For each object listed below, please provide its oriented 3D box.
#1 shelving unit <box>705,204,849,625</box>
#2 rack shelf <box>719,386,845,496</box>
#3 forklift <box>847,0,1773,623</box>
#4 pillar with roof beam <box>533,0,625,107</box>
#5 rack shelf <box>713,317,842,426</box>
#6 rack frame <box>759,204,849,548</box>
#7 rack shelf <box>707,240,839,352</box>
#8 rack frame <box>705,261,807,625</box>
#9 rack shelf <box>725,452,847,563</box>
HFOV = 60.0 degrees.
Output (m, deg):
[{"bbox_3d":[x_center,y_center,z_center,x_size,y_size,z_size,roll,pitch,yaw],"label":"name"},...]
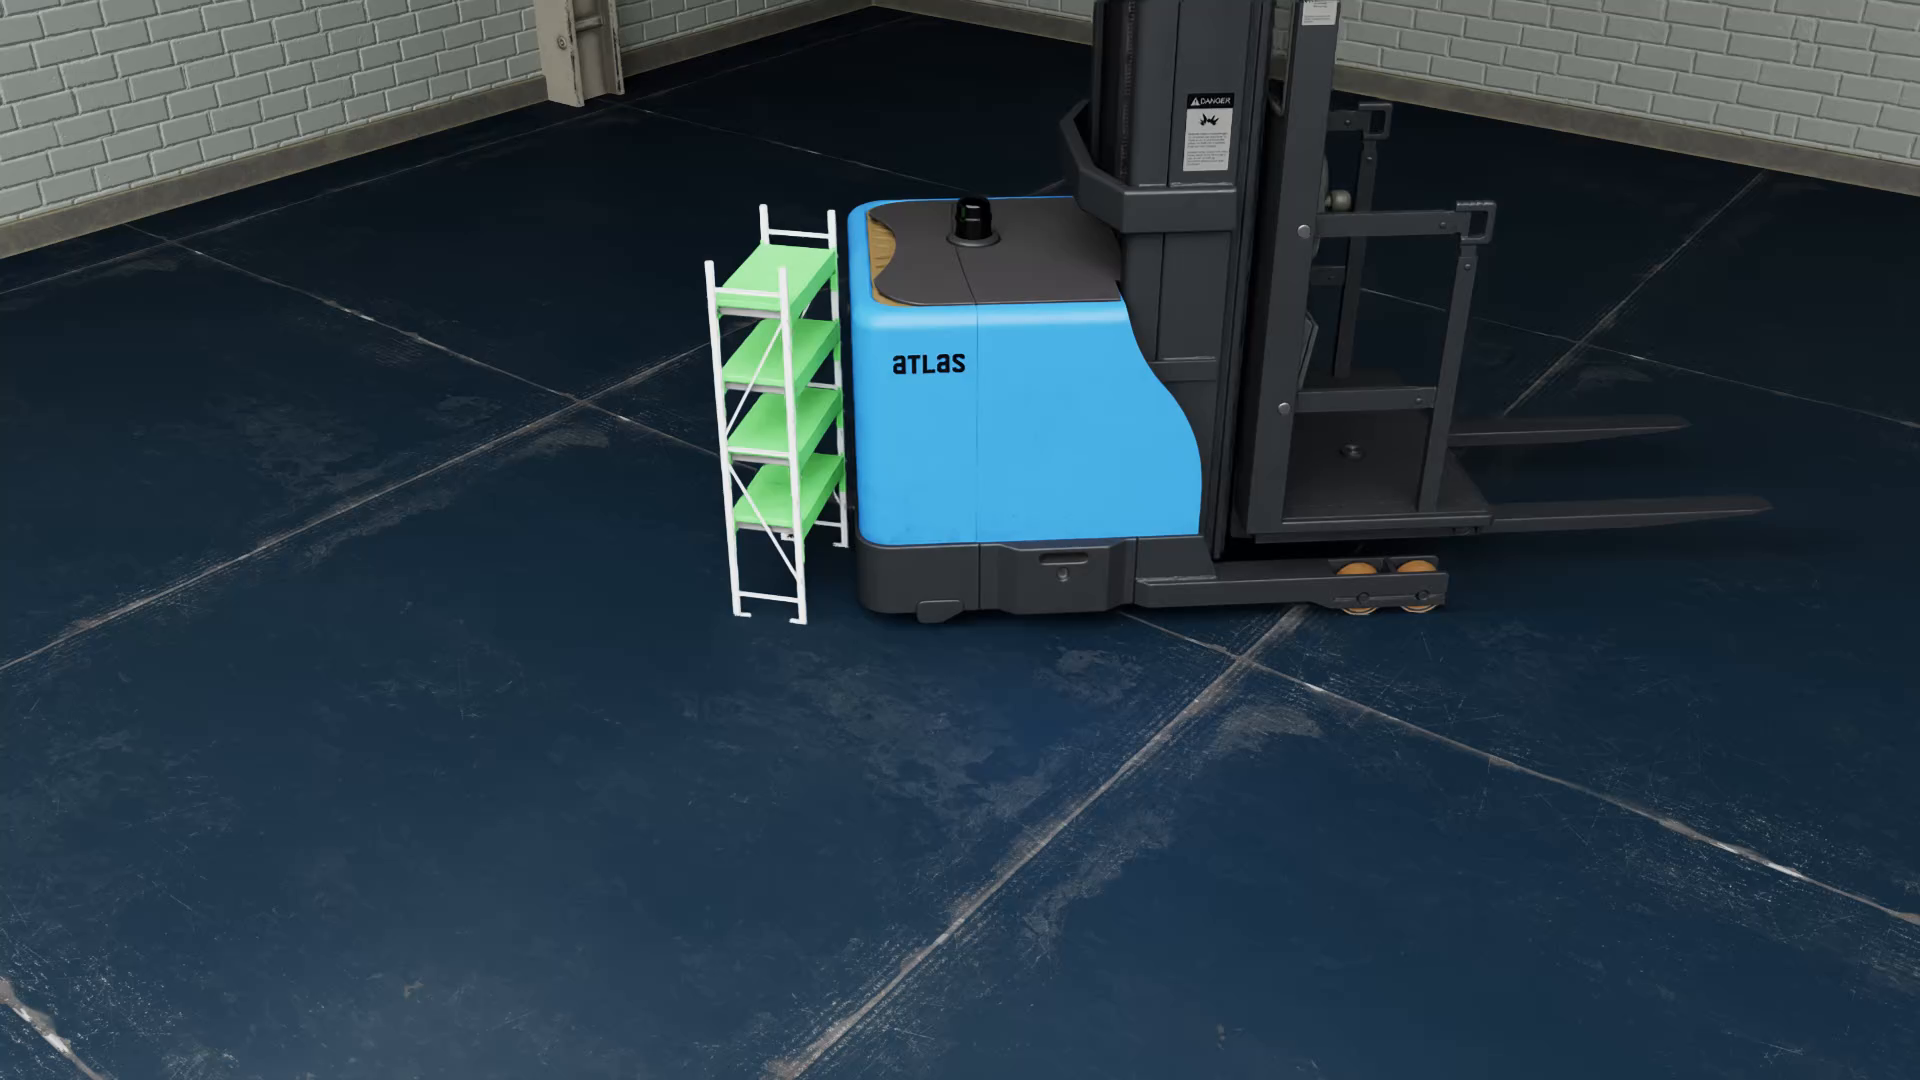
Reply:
[{"bbox_3d":[-0.554,-0.385,5.223,0.258,1.200,0.503,6,31,11],"label":"shelving unit"},{"bbox_3d":[-0.554,-0.330,5.255,0.258,0.148,0.480,6,31,11],"label":"rack shelf"},{"bbox_3d":[1.155,-1.287,5.047,3.031,2.935,1.130,-2,31,-4],"label":"forklift"},{"bbox_3d":[1.075,-5.342,5.937,9.100,9.000,0.400,21,37,31],"label":"pillar with roof beam"},{"bbox_3d":[-0.554,-0.537,5.133,0.258,0.148,0.480,6,31,11],"label":"rack shelf"},{"bbox_3d":[-0.501,-0.506,5.428,0.240,1.200,0.015,6,31,11],"label":"rack frame"},{"bbox_3d":[-0.554,-0.743,5.011,0.258,0.148,0.480,6,31,11],"label":"rack shelf"},{"bbox_3d":[-0.607,-0.264,5.018,0.240,1.200,0.015,6,31,11],"label":"rack frame"},{"bbox_3d":[-0.554,-0.124,5.378,0.258,0.148,0.480,6,31,11],"label":"rack shelf"}]
